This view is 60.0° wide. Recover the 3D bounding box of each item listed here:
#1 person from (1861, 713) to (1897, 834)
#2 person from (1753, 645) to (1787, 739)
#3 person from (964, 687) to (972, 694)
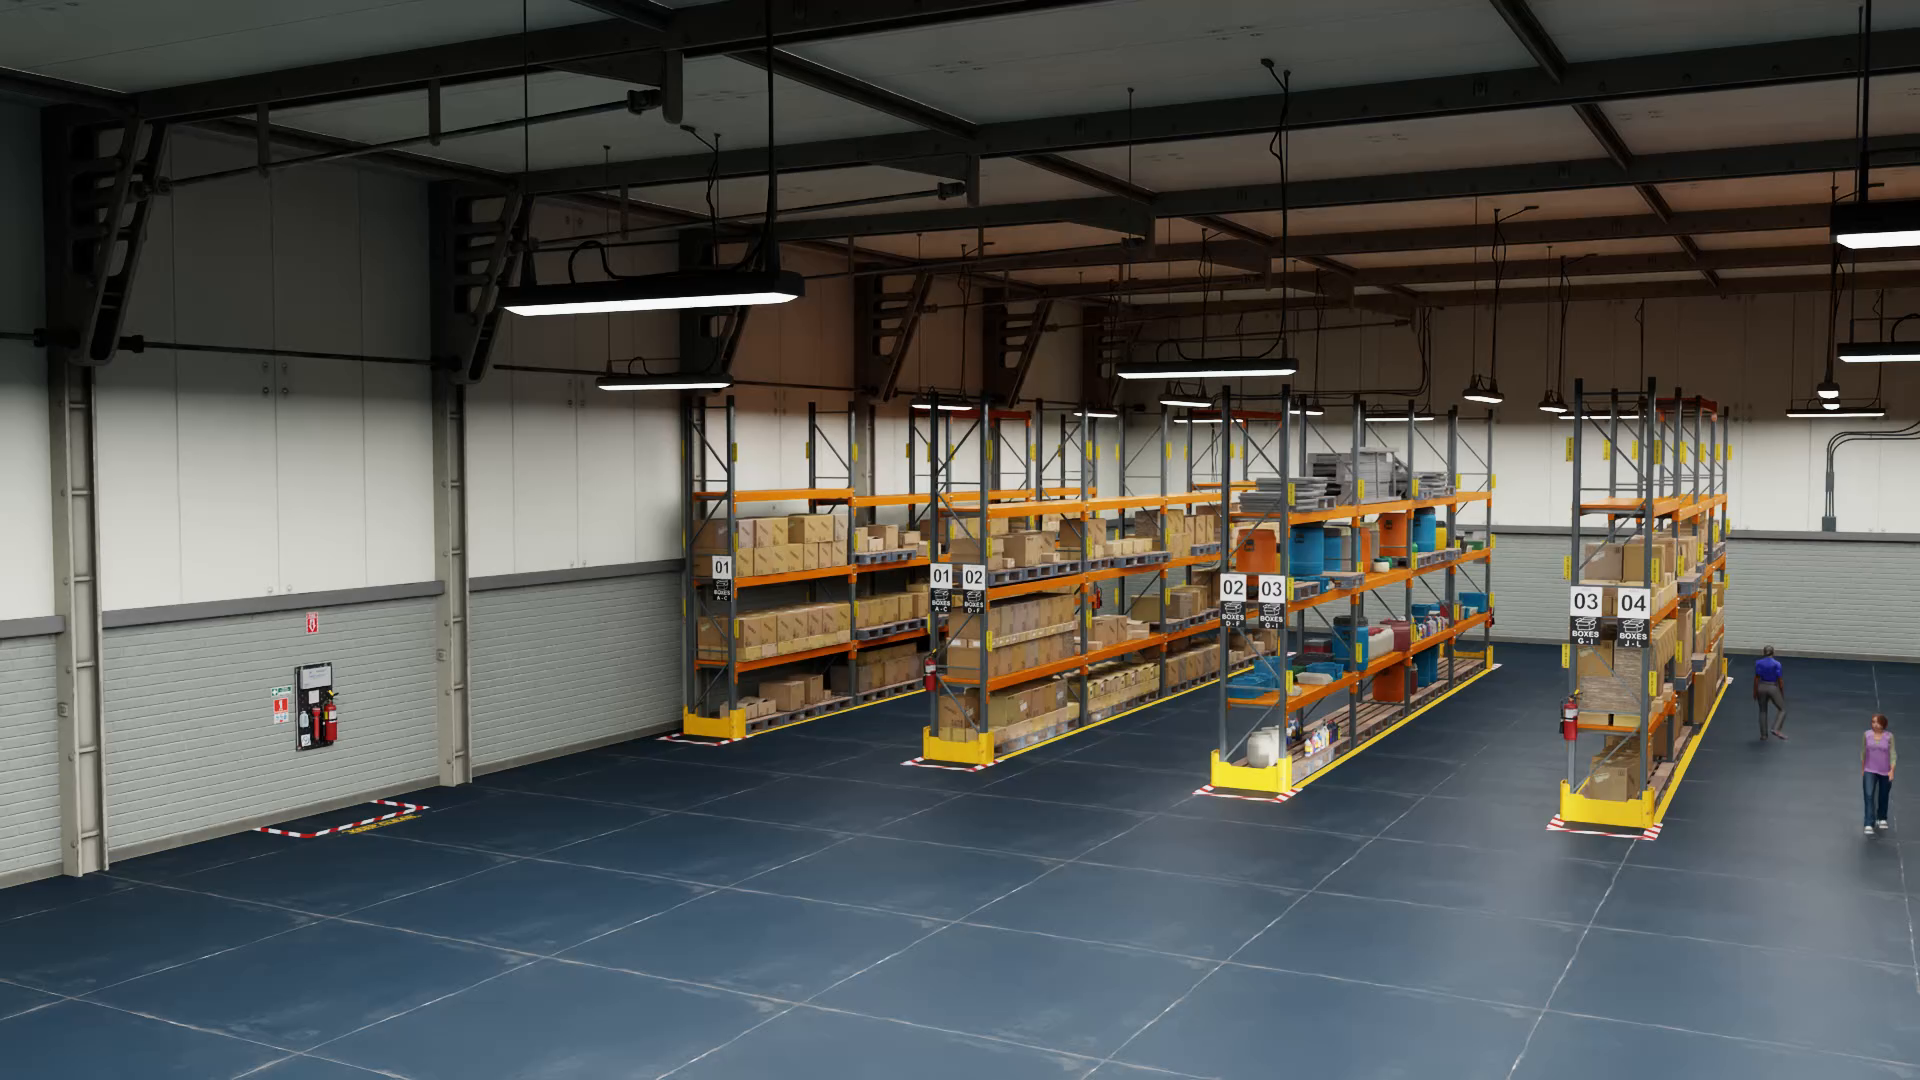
[{"bbox_3d":[12.035,3.055,21.800,0.432,1.552,0.903,2,4,32],"label":"person"},{"bbox_3d":[14.111,2.664,28.909,0.596,1.644,0.484,3,4,40],"label":"person"},{"bbox_3d":[0.188,2.440,31.661,0.584,1.782,0.492,2,4,39],"label":"person"}]
